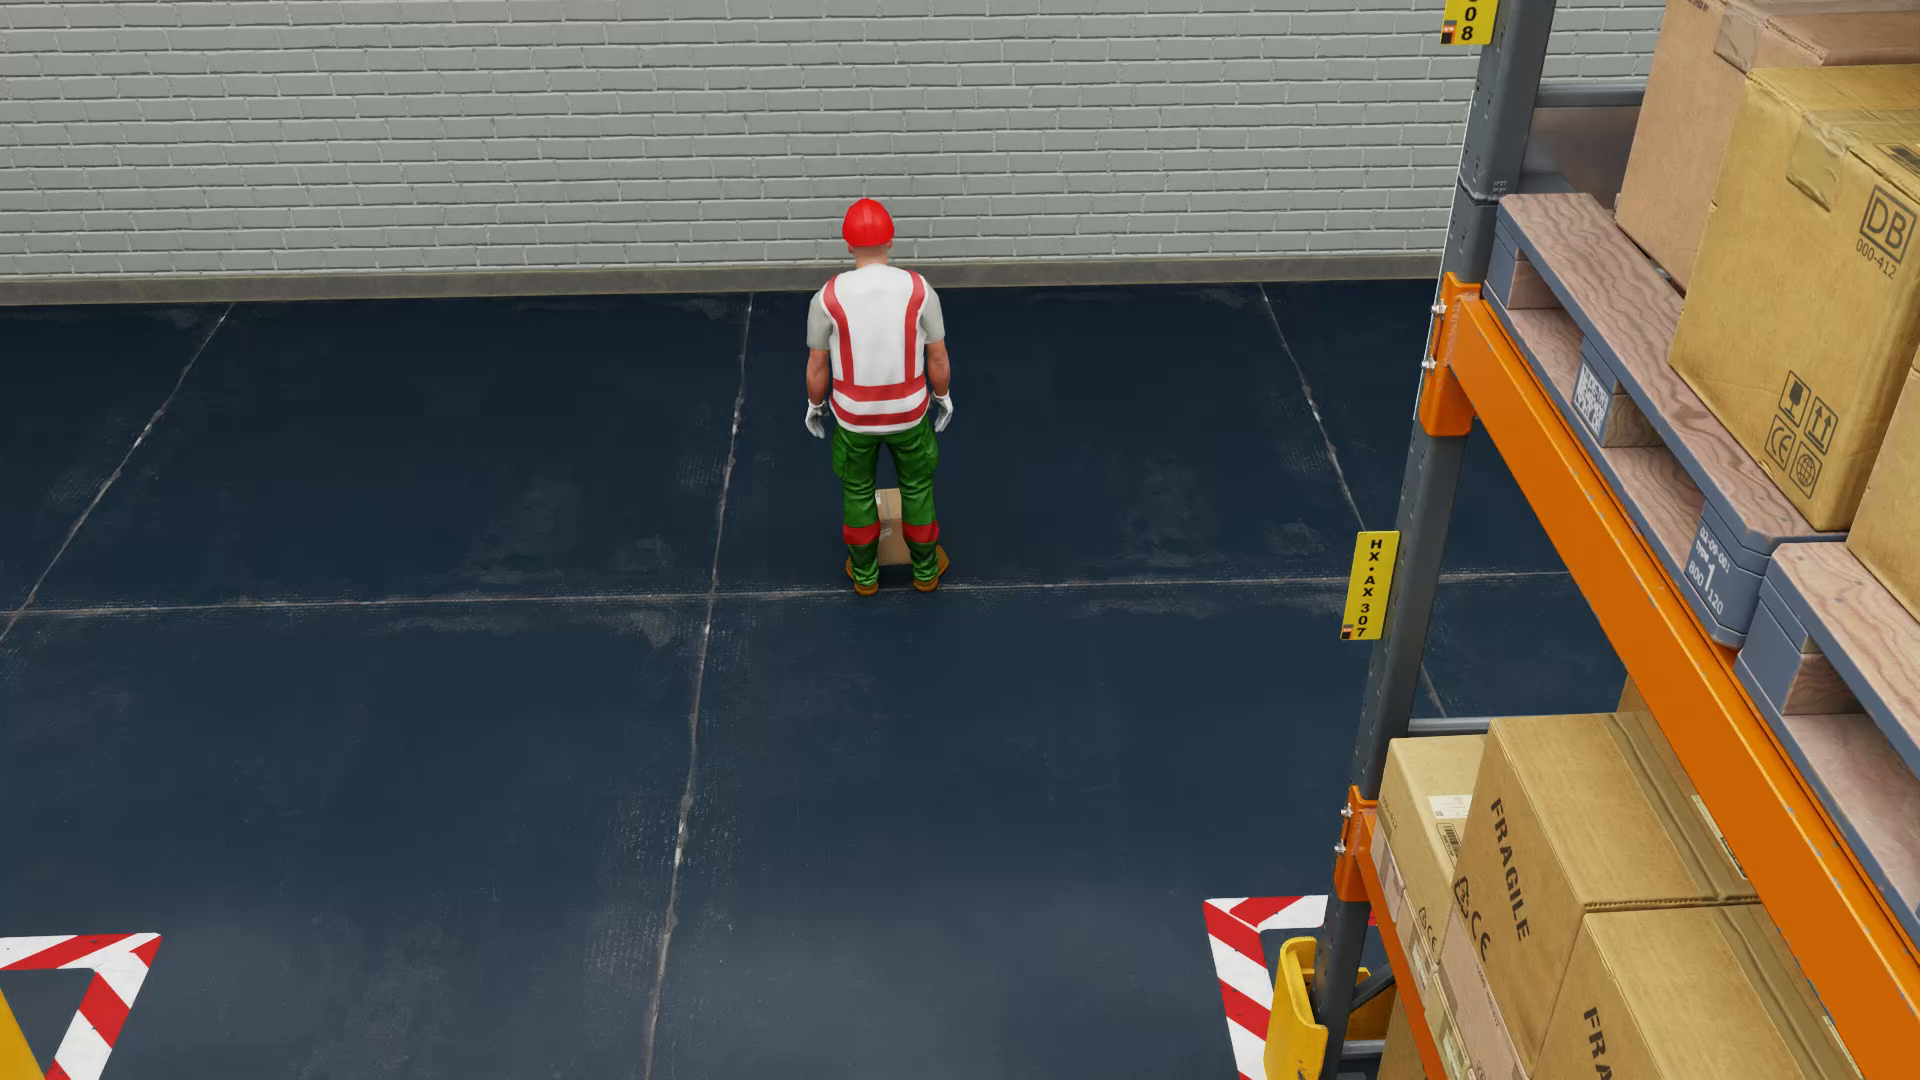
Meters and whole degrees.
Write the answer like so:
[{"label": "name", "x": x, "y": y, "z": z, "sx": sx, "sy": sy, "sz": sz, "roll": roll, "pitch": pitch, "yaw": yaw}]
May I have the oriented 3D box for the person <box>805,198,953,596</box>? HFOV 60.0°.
[{"label": "person", "x": -0.335, "y": -0.556, "z": 6.926, "sx": 0.622, "sy": 1.781, "sz": 0.445, "roll": -3, "pitch": 35, "yaw": -4}]
